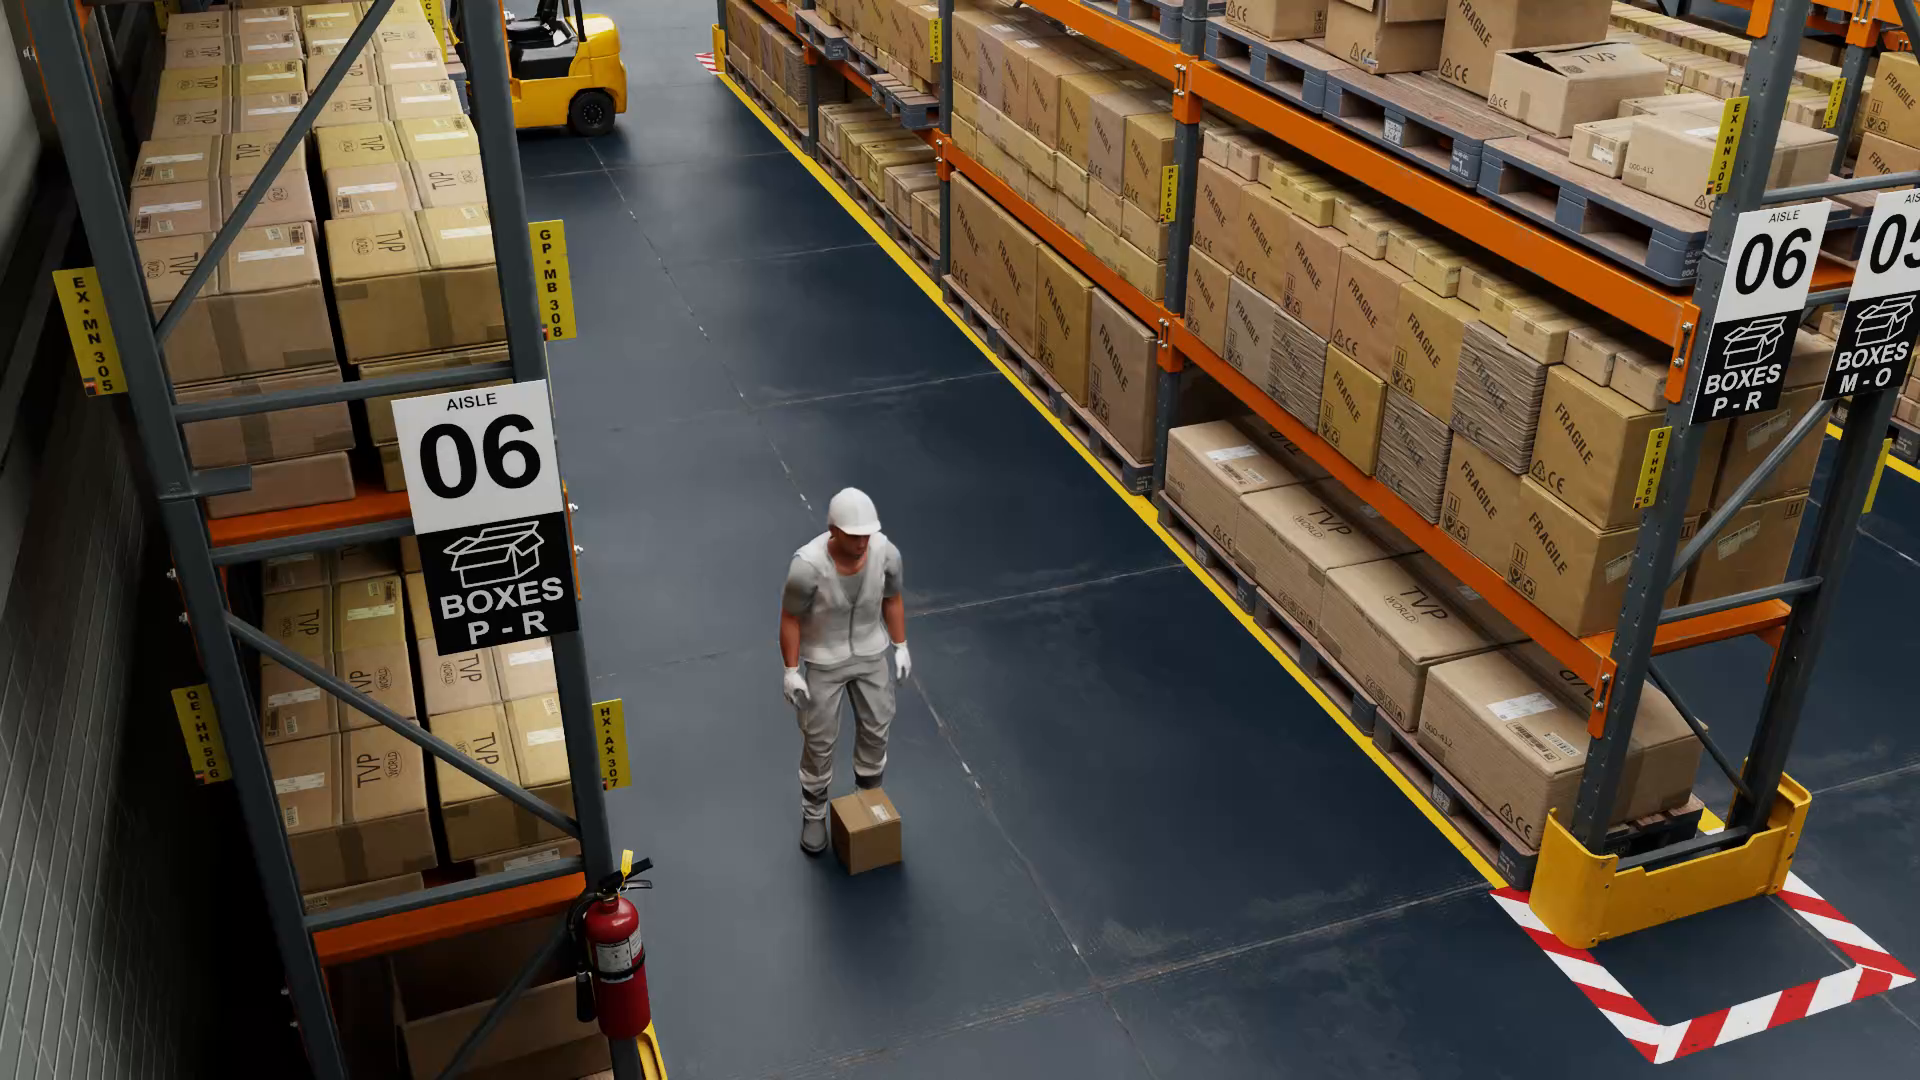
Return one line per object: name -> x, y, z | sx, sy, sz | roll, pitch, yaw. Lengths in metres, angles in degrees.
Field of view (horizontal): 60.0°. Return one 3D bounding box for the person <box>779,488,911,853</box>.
person -> -0.499, 0.551, 7.363 | 0.610, 1.777, 0.451 | -12, 32, -20
